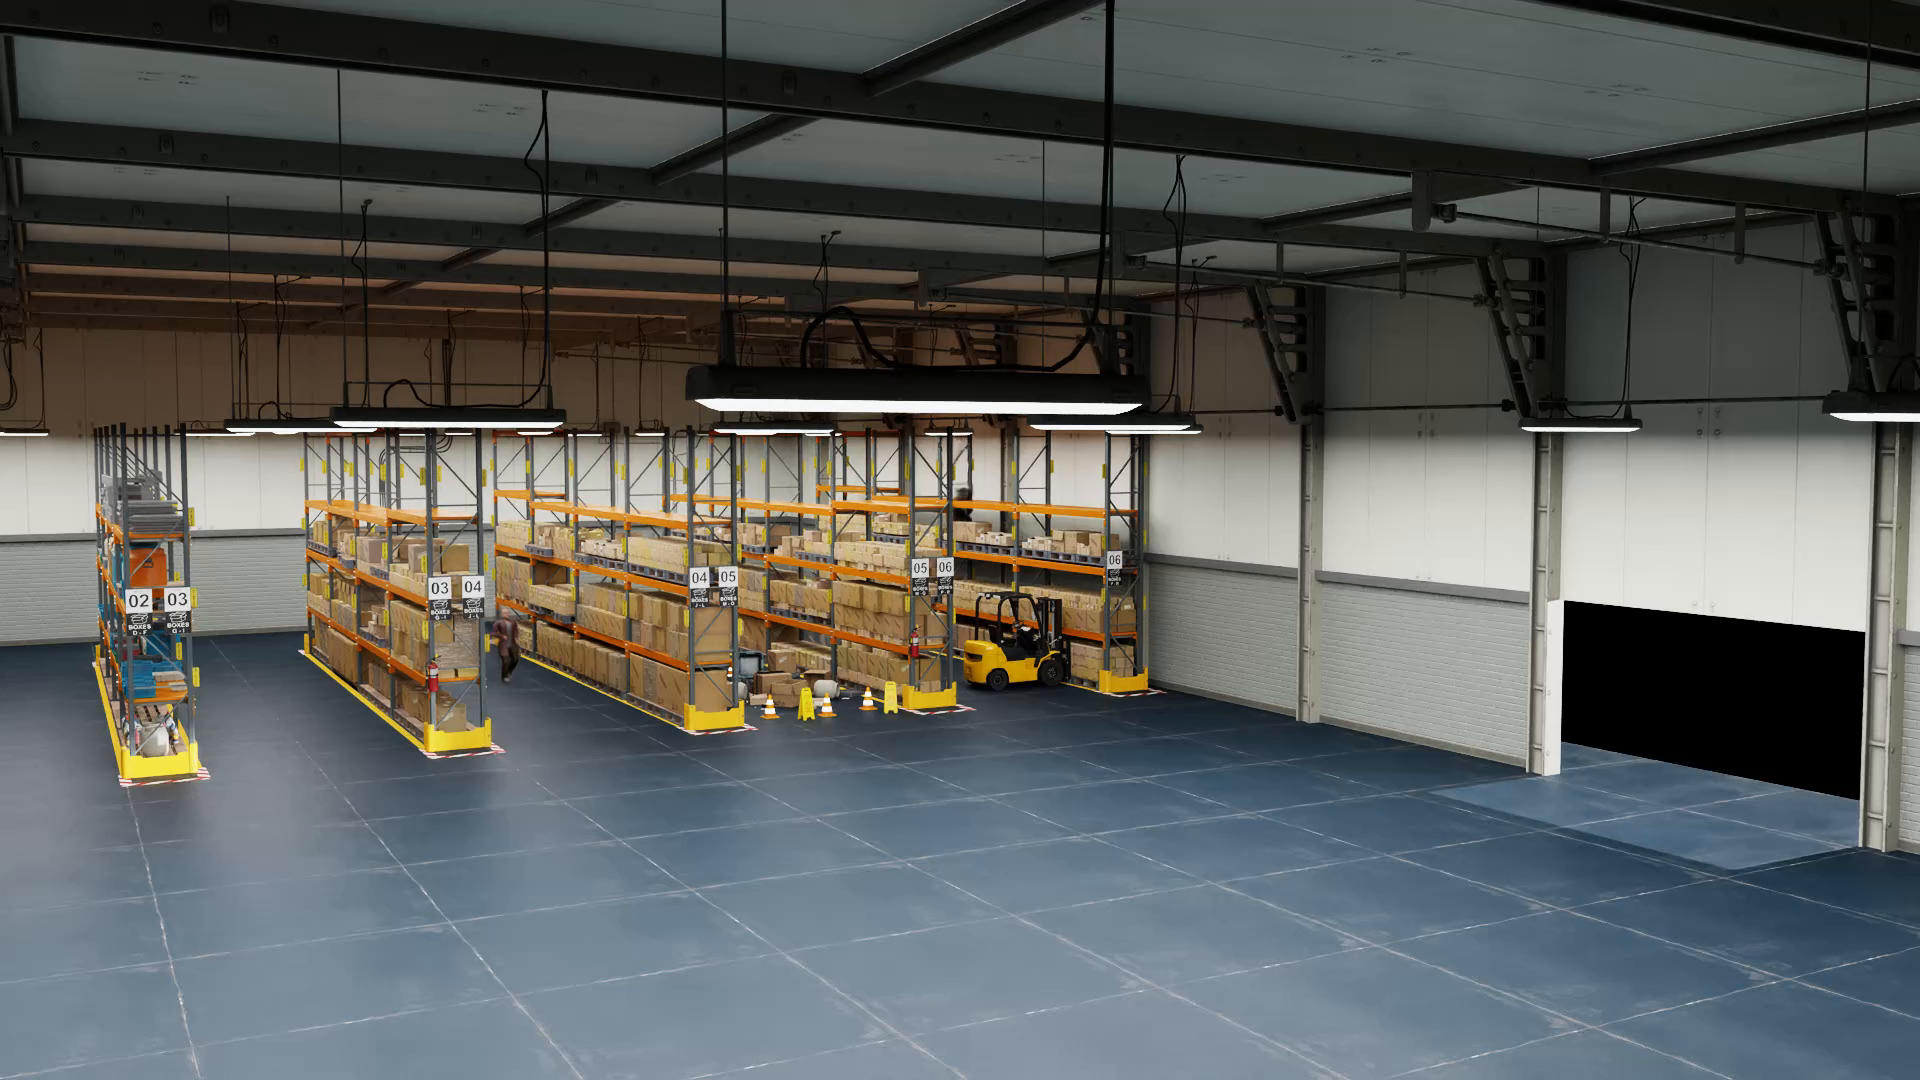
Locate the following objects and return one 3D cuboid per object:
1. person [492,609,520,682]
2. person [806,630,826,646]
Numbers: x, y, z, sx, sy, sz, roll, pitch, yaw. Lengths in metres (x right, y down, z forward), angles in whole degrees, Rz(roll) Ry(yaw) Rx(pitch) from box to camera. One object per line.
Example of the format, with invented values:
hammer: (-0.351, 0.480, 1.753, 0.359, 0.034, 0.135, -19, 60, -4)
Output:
person: (-10.592, 2.482, 38.994, 0.698, 1.735, 0.633, -3, 4, -37)
person: (-3.886, 2.146, 44.851, 0.642, 1.787, 0.763, -2, 4, -33)
